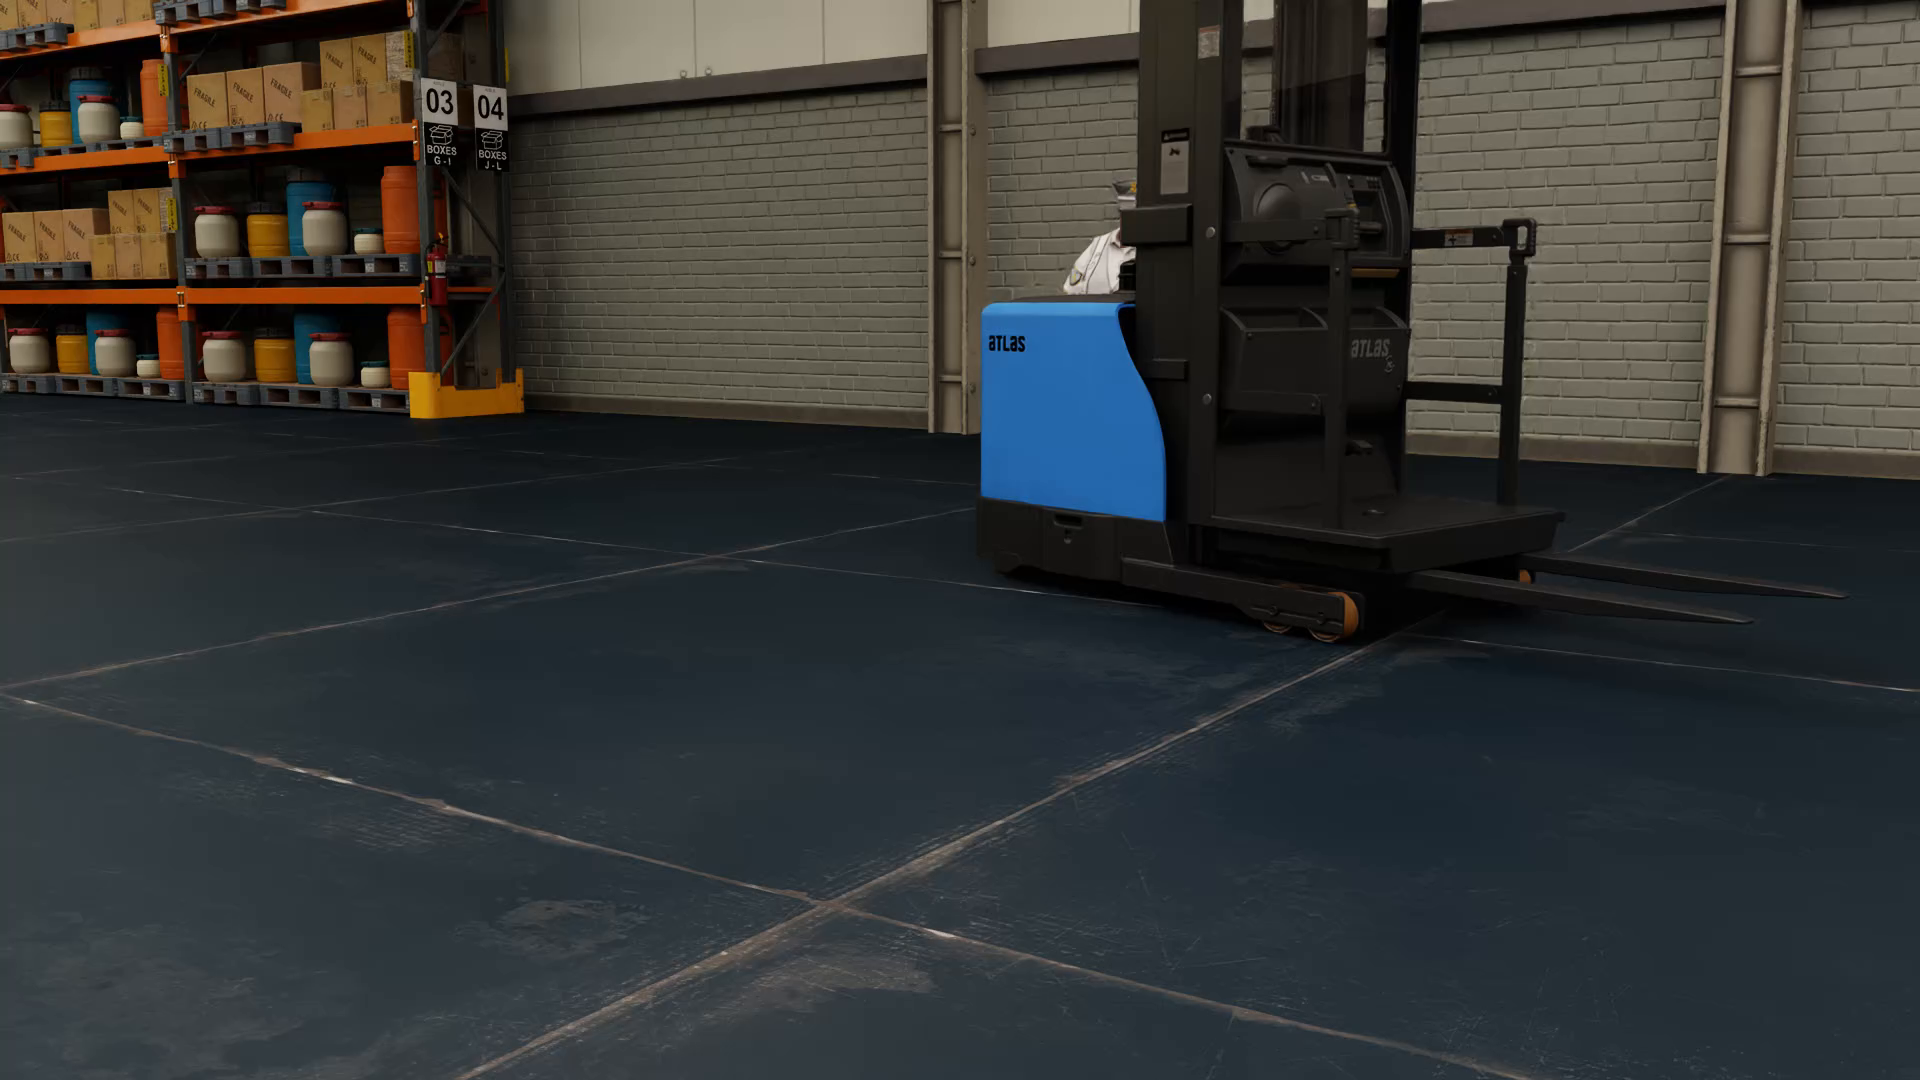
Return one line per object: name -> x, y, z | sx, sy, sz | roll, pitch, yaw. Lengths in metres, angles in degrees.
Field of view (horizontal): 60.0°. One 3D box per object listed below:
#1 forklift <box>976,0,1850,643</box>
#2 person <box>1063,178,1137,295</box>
forklift -> 1.394, -1.203, 5.652 | 1.130, 2.935, 3.031 | -7, 10, -39
person -> 0.739, -0.812, 7.595 | 0.947, 1.648, 0.606 | 5, 9, 29
